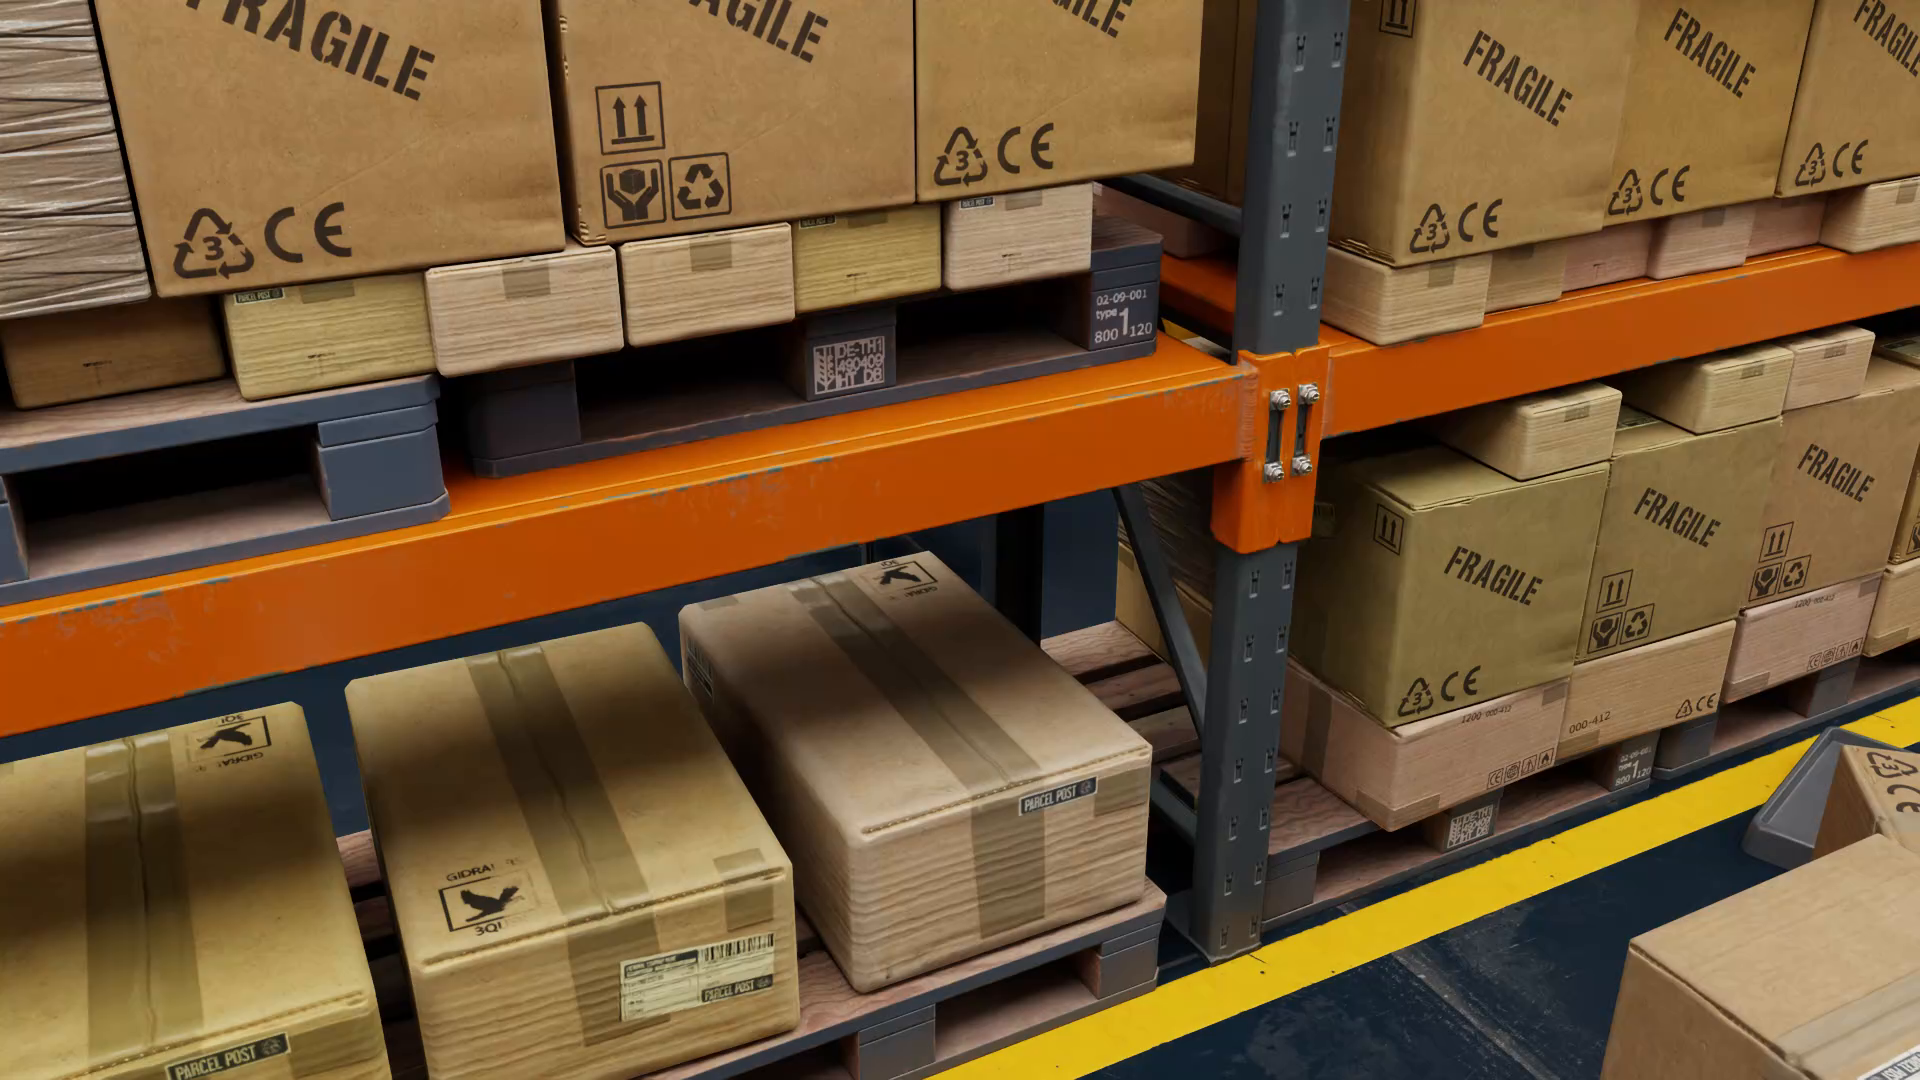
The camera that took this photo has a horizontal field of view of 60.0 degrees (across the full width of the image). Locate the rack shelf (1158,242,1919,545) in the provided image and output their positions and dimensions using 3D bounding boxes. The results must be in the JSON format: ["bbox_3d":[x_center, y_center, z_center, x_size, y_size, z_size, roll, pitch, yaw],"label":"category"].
[{"bbox_3d":[2.102,-0.759,4.197,4.000,0.370,1.077,-13,29,-25],"label":"rack shelf"}]

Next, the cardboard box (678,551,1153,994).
[{"bbox_3d":[-0.124,0.427,3.446,0.625,0.372,0.950,-13,28,-24],"label":"cardboard box"}]

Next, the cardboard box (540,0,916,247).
[{"bbox_3d":[-0.399,-0.761,2.426,0.500,0.500,0.500,-13,28,-25],"label":"cardboard box"}]

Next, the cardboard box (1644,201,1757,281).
[{"bbox_3d":[1.419,-0.679,3.488,0.250,0.149,0.380,-12,28,-24],"label":"cardboard box"}]

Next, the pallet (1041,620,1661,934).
[{"bbox_3d":[0.913,0.431,4.109,1.213,0.211,1.003,-13,29,-25],"label":"pallet"}]

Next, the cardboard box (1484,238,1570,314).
[{"bbox_3d":[0.965,-0.576,3.274,0.250,0.149,0.380,-12,28,-24],"label":"cardboard box"}]

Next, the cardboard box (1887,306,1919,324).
[{"bbox_3d":[2.534,-0.605,4.120,0.250,0.149,0.380,-12,28,-23],"label":"cardboard box"}]

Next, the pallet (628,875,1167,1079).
[{"bbox_3d":[-0.349,0.740,3.465,1.213,0.211,1.003,-13,29,-25],"label":"pallet"}]

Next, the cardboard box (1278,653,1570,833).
[{"bbox_3d":[0.985,0.357,3.733,0.500,0.250,0.500,-14,29,-27],"label":"cardboard box"}]

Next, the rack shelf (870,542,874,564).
[{"bbox_3d":[-0.146,-0.270,5.034,0.480,0.518,0.431,-13,29,-25],"label":"rack shelf"}]

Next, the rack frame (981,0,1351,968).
[{"bbox_3d":[0.337,-0.676,3.193,0.127,3.000,1.000,-13,29,-25],"label":"rack frame"}]

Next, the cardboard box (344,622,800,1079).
[{"bbox_3d":[-0.757,0.575,3.138,0.625,0.372,0.950,-11,28,-22],"label":"cardboard box"}]

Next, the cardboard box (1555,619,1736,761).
[{"bbox_3d":[1.451,0.244,3.968,0.500,0.250,0.500,-11,28,-22],"label":"cardboard box"}]

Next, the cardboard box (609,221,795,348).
[{"bbox_3d":[-0.439,-0.429,2.483,0.250,0.149,0.380,-14,29,-26],"label":"cardboard box"}]

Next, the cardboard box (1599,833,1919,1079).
[{"bbox_3d":[1.201,0.783,2.167,0.500,0.500,0.500,-13,29,-25],"label":"cardboard box"}]

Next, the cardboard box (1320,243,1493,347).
[{"bbox_3d":[0.766,-0.505,3.126,0.250,0.149,0.380,-13,29,-25],"label":"cardboard box"}]

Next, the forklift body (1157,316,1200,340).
[{"bbox_3d":[0.713,-1.920,6.764,1.214,2.155,2.313,-13,29,-25],"label":"forklift body"}]

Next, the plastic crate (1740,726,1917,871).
[{"bbox_3d":[2.108,0.633,3.838,0.402,0.080,0.583,21,33,37],"label":"plastic crate"}]

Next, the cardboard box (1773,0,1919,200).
[{"bbox_3d":[1.738,-1.047,3.506,0.500,0.500,0.500,-13,29,-26],"label":"cardboard box"}]

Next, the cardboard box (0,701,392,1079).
[{"bbox_3d":[-1.370,0.717,2.842,0.625,0.372,0.950,-12,28,-23],"label":"cardboard box"}]

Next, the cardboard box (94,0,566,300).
[{"bbox_3d":[-0.858,-0.659,2.212,0.500,0.500,0.500,-12,28,-23],"label":"cardboard box"}]

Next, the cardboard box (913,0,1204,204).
[{"bbox_3d":[0.038,-0.863,2.637,0.500,0.500,0.500,-14,29,-26],"label":"cardboard box"}]

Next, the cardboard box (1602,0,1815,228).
[{"bbox_3d":[1.289,-0.950,3.303,0.500,0.500,0.500,-13,29,-25],"label":"cardboard box"}]

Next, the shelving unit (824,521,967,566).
[{"bbox_3d":[-0.146,-0.913,4.725,0.503,2.100,0.431,-13,29,-25],"label":"shelving unit"}]

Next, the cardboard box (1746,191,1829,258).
[{"bbox_3d":[1.640,-0.745,3.626,0.250,0.149,0.380,-13,29,-25],"label":"cardboard box"}]

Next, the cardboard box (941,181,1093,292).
[{"bbox_3d":[0.013,-0.542,2.718,0.250,0.149,0.380,-13,28,-24],"label":"cardboard box"}]

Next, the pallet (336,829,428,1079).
[{"bbox_3d":[-1.427,0.990,2.944,1.213,0.211,1.003,-13,29,-25],"label":"pallet"}]

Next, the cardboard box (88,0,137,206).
[{"bbox_3d":[-1.544,-0.752,2.407,0.500,0.500,0.500,-14,29,-27],"label":"cardboard box"}]

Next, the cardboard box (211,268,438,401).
[{"bbox_3d":[-0.894,-0.340,2.297,0.250,0.149,0.380,-13,29,-25],"label":"cardboard box"}]

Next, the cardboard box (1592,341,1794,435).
[{"bbox_3d":[1.576,-0.381,3.655,0.250,0.149,0.380,-12,28,-23],"label":"cardboard box"}]

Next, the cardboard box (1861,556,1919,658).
[{"bbox_3d":[2.360,0.038,4.397,0.500,0.250,0.500,-14,29,-27],"label":"cardboard box"}]

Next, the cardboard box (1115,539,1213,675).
[{"bbox_3d":[0.732,0.151,4.162,0.500,0.250,0.500,-12,28,-23],"label":"cardboard box"}]

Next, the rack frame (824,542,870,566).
[{"bbox_3d":[-0.361,-0.863,4.622,0.015,2.100,0.400,-13,29,-25],"label":"rack frame"}]

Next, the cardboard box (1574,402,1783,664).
[{"bbox_3d":[1.452,-0.095,3.807,0.500,0.500,0.500,-12,28,-23],"label":"cardboard box"}]

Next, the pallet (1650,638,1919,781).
[{"bbox_3d":[1.991,0.180,4.630,1.213,0.211,1.003,-13,29,-25],"label":"pallet"}]

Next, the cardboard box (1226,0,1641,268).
[{"bbox_3d":[0.857,-0.839,3.072,0.500,0.500,0.500,-13,29,-25],"label":"cardboard box"}]

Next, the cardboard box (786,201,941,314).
[{"bbox_3d":[-0.228,-0.495,2.621,0.250,0.149,0.380,-14,29,-27],"label":"cardboard box"}]

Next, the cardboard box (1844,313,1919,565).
[{"bbox_3d":[2.375,-0.308,4.252,0.500,0.500,0.500,-14,29,-26],"label":"cardboard box"}]

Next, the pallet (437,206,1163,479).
[{"bbox_3d":[-0.406,-0.490,3.026,1.213,0.211,1.003,-13,29,-25],"label":"pallet"}]

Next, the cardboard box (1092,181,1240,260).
[{"bbox_3d":[0.477,-0.745,3.626,0.250,0.149,0.380,-13,29,-26],"label":"cardboard box"}]

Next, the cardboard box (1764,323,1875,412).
[{"bbox_3d":[1.812,-0.437,3.771,0.250,0.149,0.380,-11,28,-22],"label":"cardboard box"}]

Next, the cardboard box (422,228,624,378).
[{"bbox_3d":[-0.662,-0.376,2.372,0.250,0.149,0.380,-13,28,-25],"label":"cardboard box"}]

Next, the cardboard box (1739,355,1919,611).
[{"bbox_3d":[1.910,-0.200,4.025,0.500,0.500,0.500,-11,28,-22],"label":"cardboard box"}]

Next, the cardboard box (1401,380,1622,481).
[{"bbox_3d":[1.123,-0.276,3.435,0.250,0.149,0.380,-13,28,-24],"label":"cardboard box"}]

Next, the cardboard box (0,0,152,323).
[{"bbox_3d":[-1.319,-0.552,1.989,0.500,0.500,0.500,-14,29,-27],"label":"cardboard box"}]

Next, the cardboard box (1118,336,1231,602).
[{"bbox_3d":[0.733,-0.187,3.999,0.500,0.500,0.500,-13,29,-26],"label":"cardboard box"}]

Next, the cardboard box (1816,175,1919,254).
[{"bbox_3d":[1.899,-0.762,3.661,0.250,0.149,0.380,-13,28,-25],"label":"cardboard box"}]

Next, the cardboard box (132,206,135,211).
[{"bbox_3d":[-3.145,-1.424,7.009,0.625,0.625,0.875,-13,29,-26],"label":"cardboard box"}]

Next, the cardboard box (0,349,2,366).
[{"bbox_3d":[-1.369,-0.243,2.096,0.250,0.149,0.380,-12,28,-23],"label":"cardboard box"}]

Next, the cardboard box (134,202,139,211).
[{"bbox_3d":[-1.203,-0.540,2.714,0.250,0.149,0.380,-13,28,-25],"label":"cardboard box"}]

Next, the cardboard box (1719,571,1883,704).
[{"bbox_3d":[1.917,0.135,4.195,0.500,0.250,0.500,-13,29,-26],"label":"cardboard box"}]

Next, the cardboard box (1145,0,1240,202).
[{"bbox_3d":[0.612,-1.041,3.493,0.500,0.500,0.500,-14,29,-26],"label":"cardboard box"}]

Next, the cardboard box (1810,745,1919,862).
[{"bbox_3d":[1.923,0.751,3.105,0.500,0.500,0.500,5,26,11],"label":"cardboard box"}]

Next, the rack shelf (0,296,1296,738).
[{"bbox_3d":[-1.428,0.055,2.500,4.000,0.370,1.077,-13,29,-25],"label":"rack shelf"}]

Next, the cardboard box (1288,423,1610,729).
[{"bbox_3d":[0.985,0.019,3.570,0.500,0.500,0.500,-12,28,-23],"label":"cardboard box"}]

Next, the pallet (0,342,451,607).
[{"bbox_3d":[-1.465,-0.194,2.410,1.213,0.211,1.003,-13,29,-25],"label":"pallet"}]

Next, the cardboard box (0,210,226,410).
[{"bbox_3d":[-1.175,-0.325,2.267,0.250,0.149,0.380,-14,29,-27],"label":"cardboard box"}]

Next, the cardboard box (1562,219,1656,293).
[{"bbox_3d":[1.185,-0.642,3.411,0.250,0.149,0.380,-13,29,-25],"label":"cardboard box"}]
